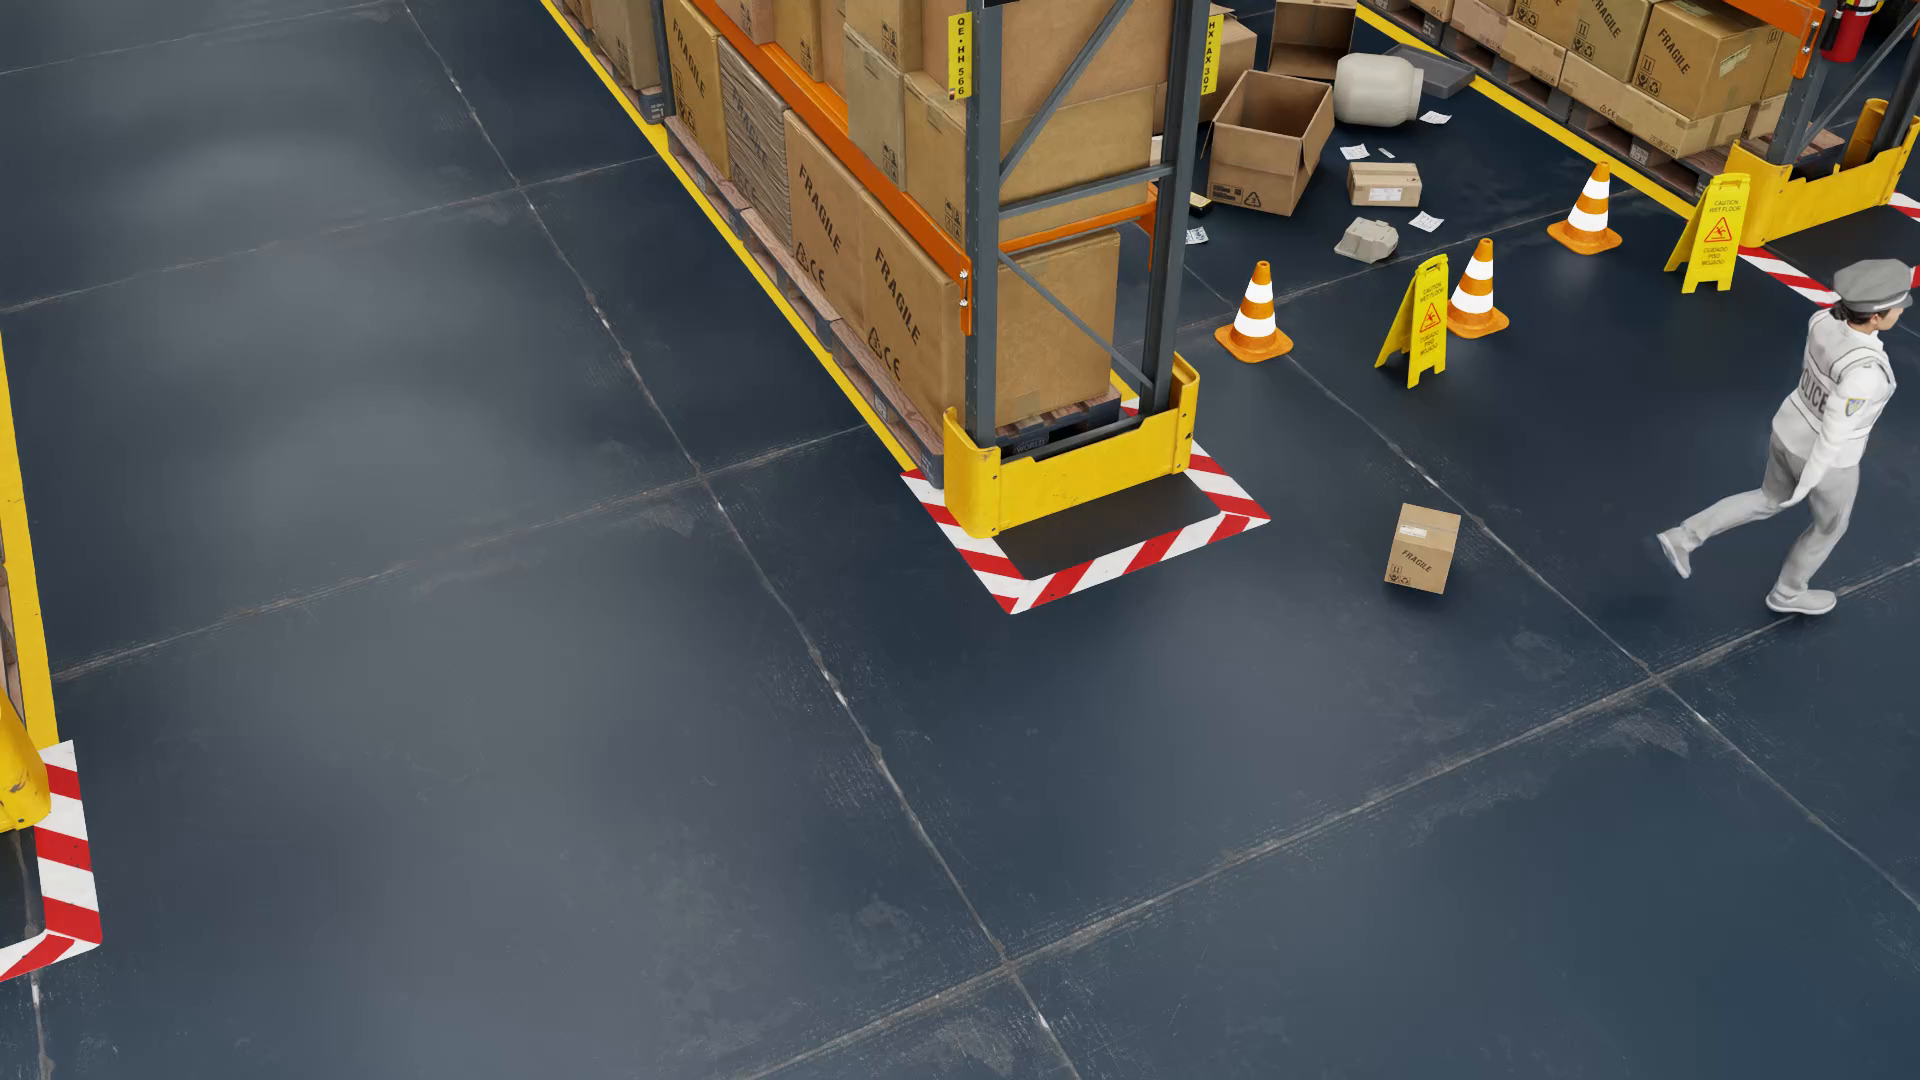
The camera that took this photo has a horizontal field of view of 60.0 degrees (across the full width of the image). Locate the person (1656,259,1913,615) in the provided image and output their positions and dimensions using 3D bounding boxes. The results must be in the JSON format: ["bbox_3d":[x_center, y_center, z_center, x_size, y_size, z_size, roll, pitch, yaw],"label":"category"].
[{"bbox_3d":[3.322,-0.374,6.532,0.750,1.655,0.474,-2,42,-3],"label":"person"}]
